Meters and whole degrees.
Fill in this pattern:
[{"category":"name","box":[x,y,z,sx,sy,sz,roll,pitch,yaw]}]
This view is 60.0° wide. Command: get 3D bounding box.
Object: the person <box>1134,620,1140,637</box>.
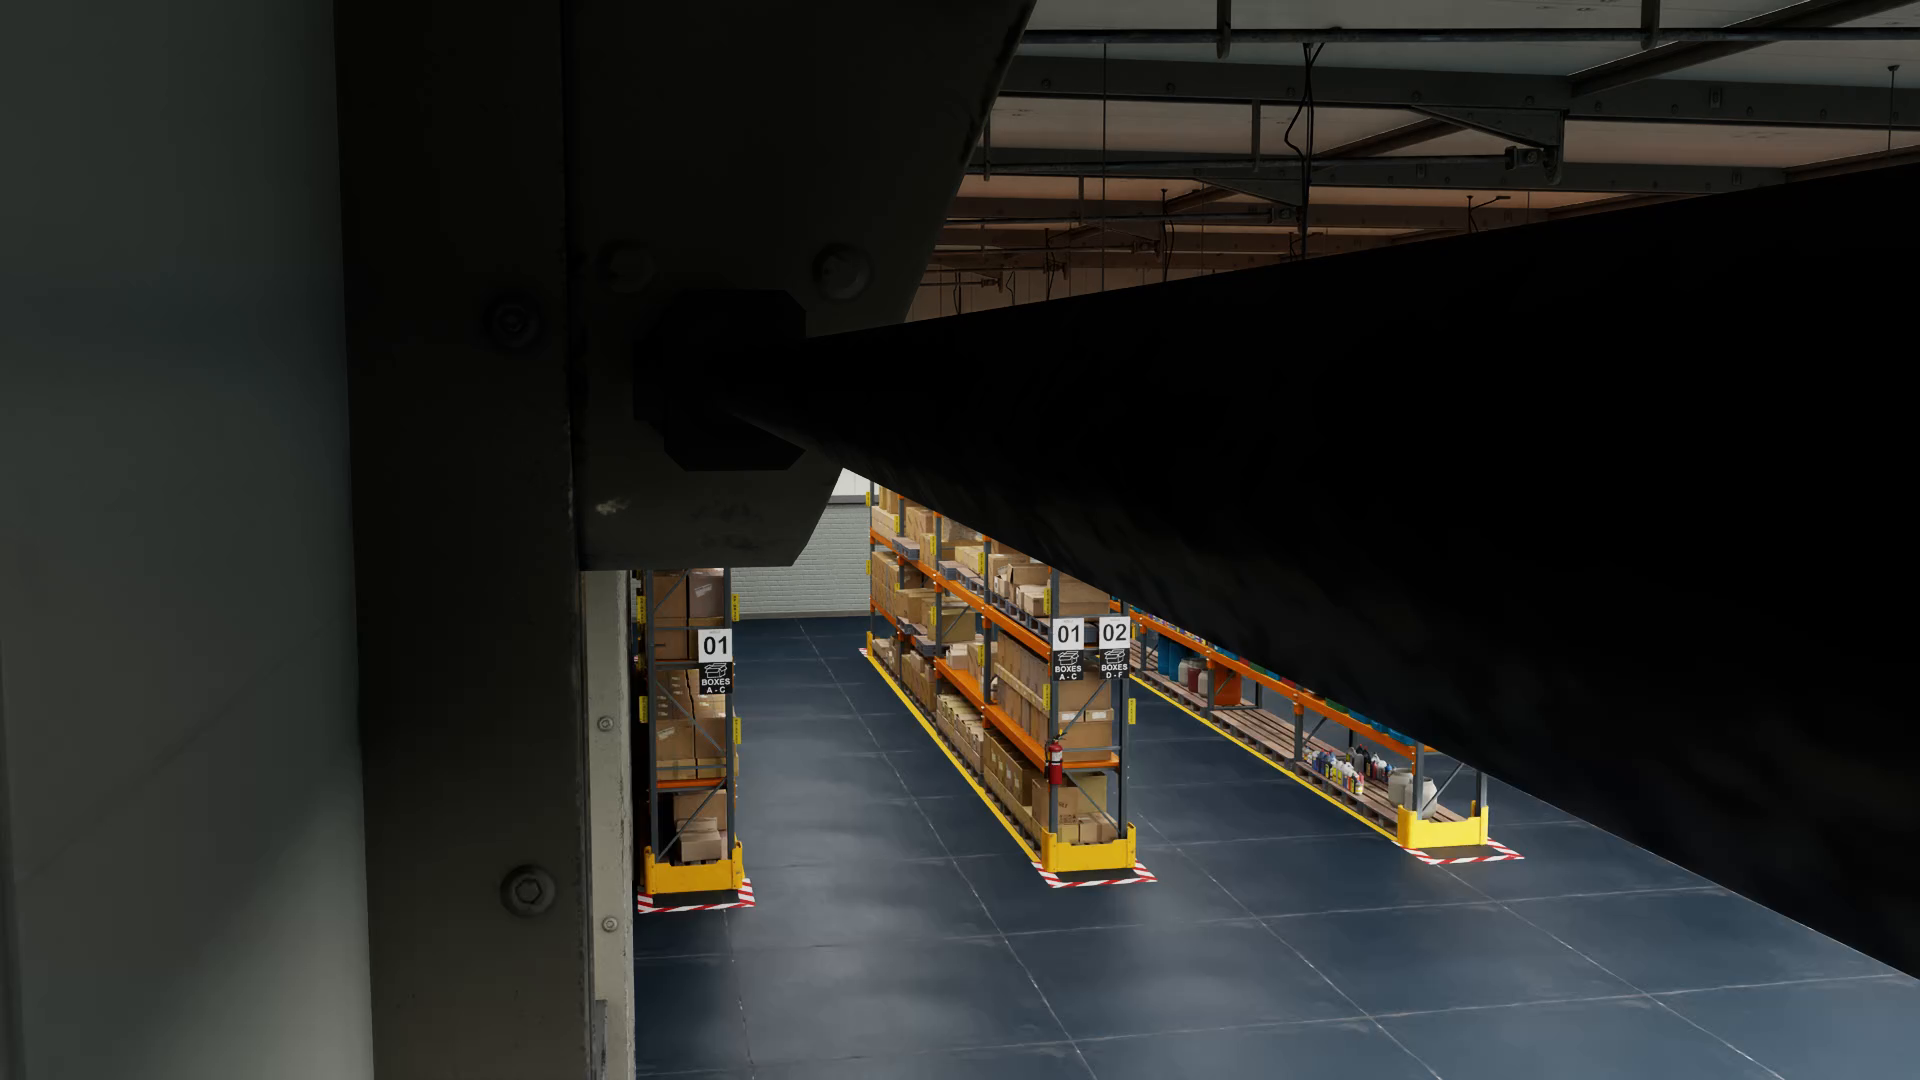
[{"category":"person","box":[4.045,1.443,38.713,0.526,1.685,0.437,5,7,37]}]
